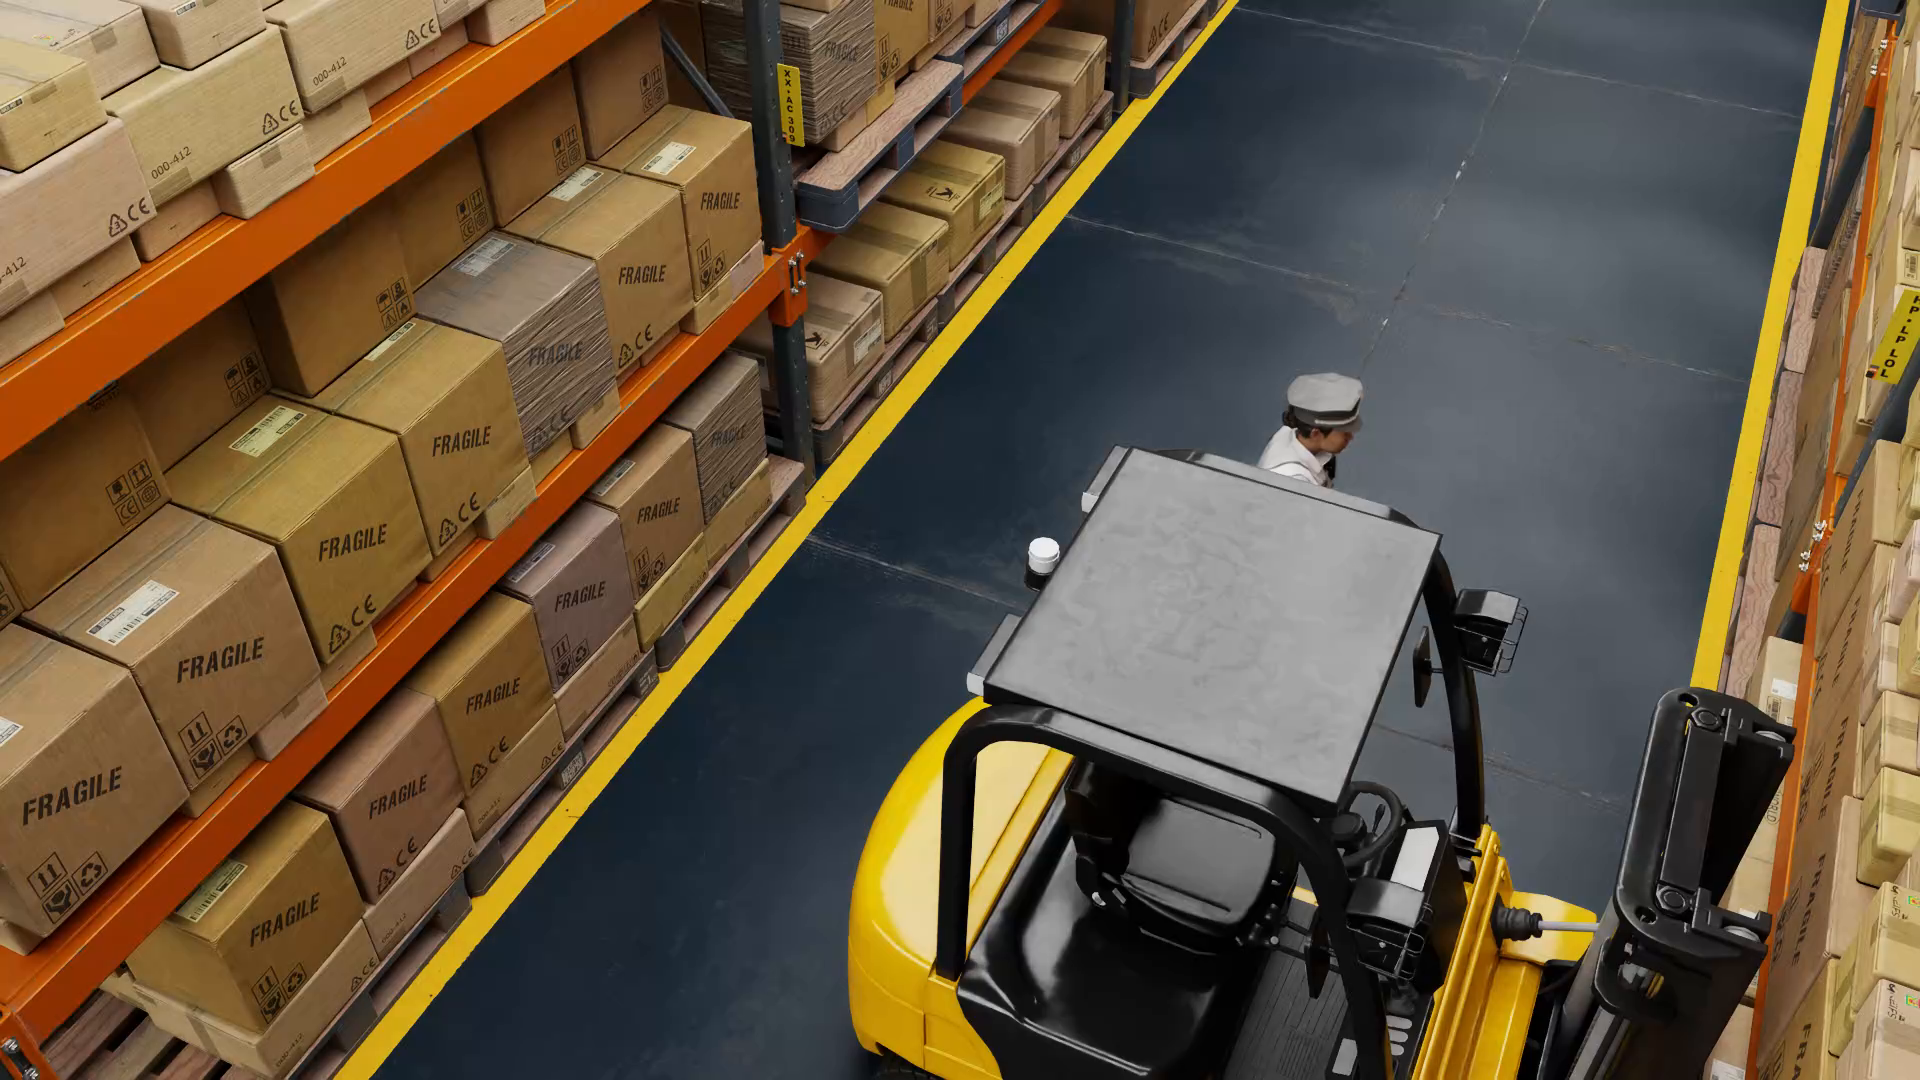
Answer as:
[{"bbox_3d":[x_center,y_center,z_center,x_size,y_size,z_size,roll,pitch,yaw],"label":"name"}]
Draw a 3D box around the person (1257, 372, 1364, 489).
[{"bbox_3d":[1.161,0.107,6.038,0.370,1.666,0.545,16,45,17],"label":"person"}]
